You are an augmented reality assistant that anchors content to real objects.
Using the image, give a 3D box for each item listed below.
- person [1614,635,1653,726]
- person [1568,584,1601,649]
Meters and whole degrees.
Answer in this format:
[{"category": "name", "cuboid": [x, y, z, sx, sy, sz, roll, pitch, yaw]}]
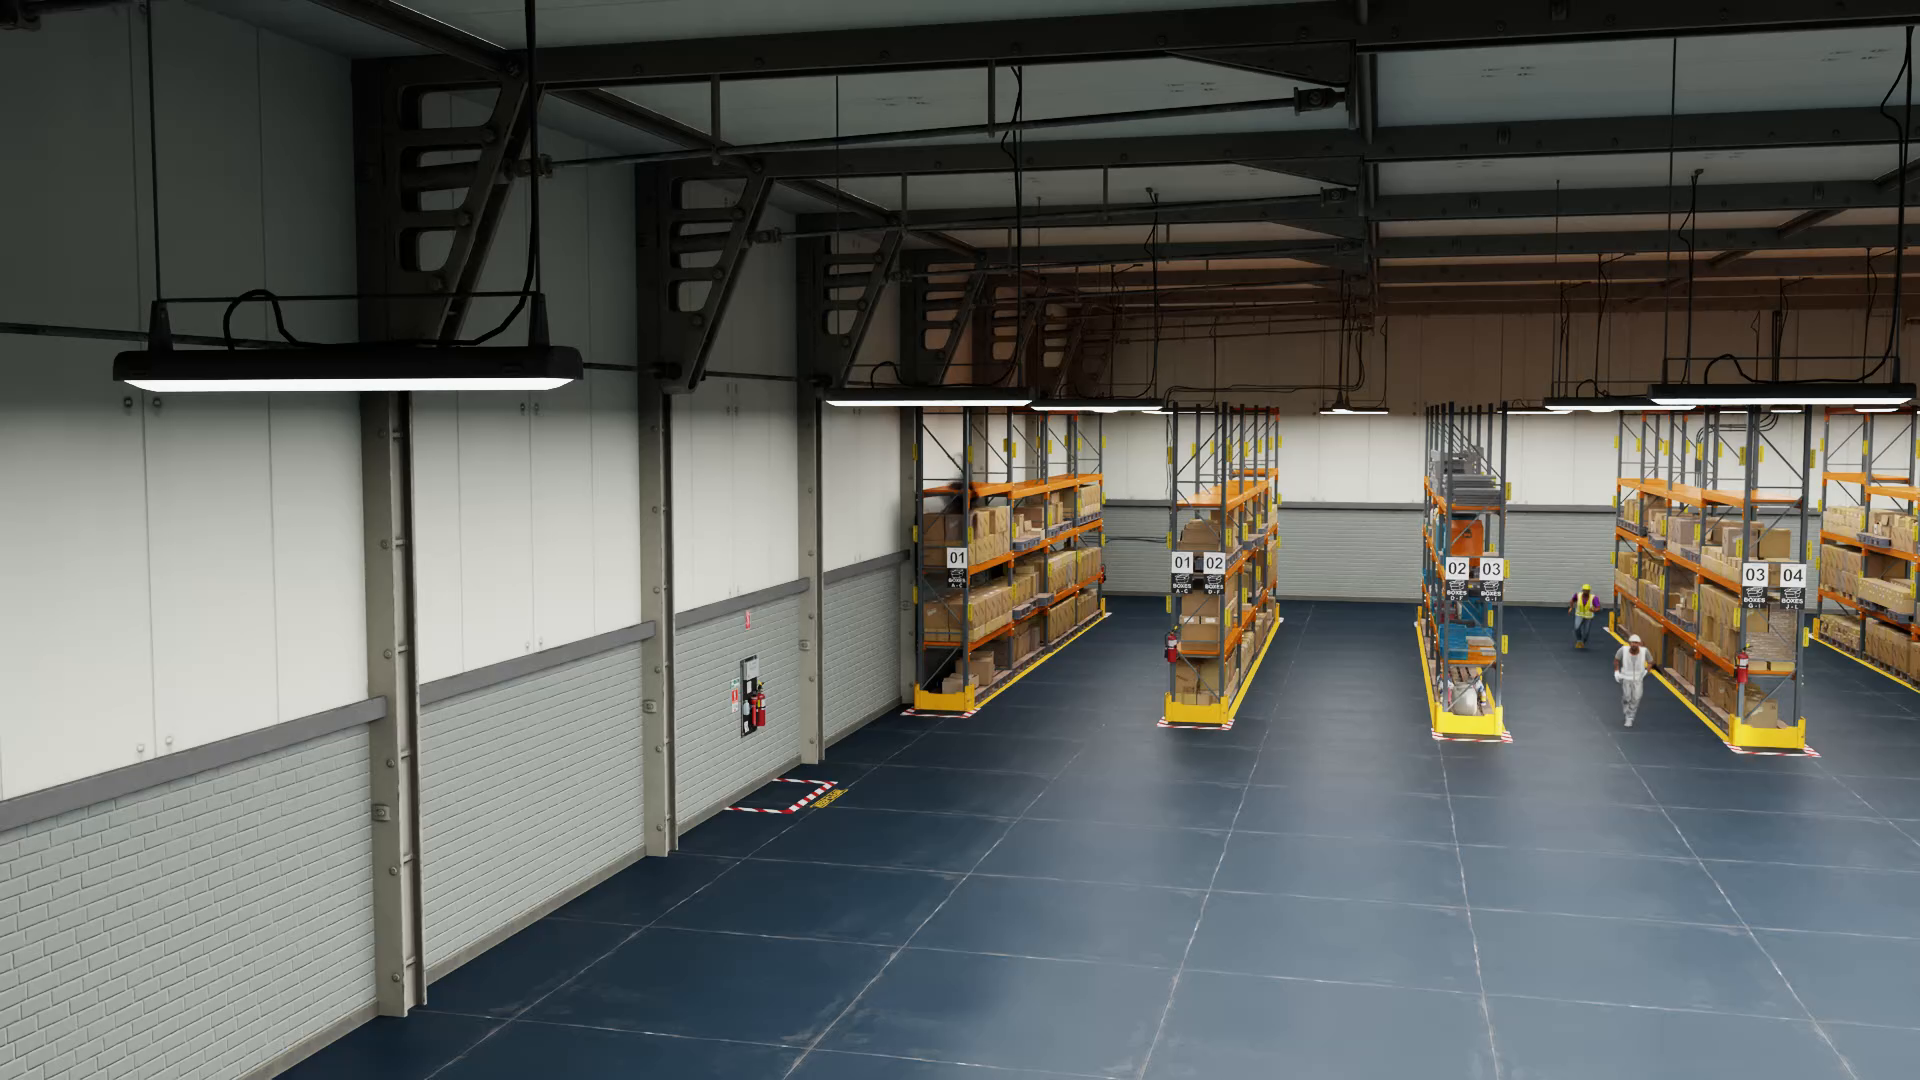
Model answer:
[{"category": "person", "cuboid": [12.532, 2.588, 30.975, 0.645, 1.711, 0.747, 1, 4, 11]}, {"category": "person", "cuboid": [15.318, 1.870, 40.804, 0.747, 1.628, 0.988, 2, 5, 21]}]
